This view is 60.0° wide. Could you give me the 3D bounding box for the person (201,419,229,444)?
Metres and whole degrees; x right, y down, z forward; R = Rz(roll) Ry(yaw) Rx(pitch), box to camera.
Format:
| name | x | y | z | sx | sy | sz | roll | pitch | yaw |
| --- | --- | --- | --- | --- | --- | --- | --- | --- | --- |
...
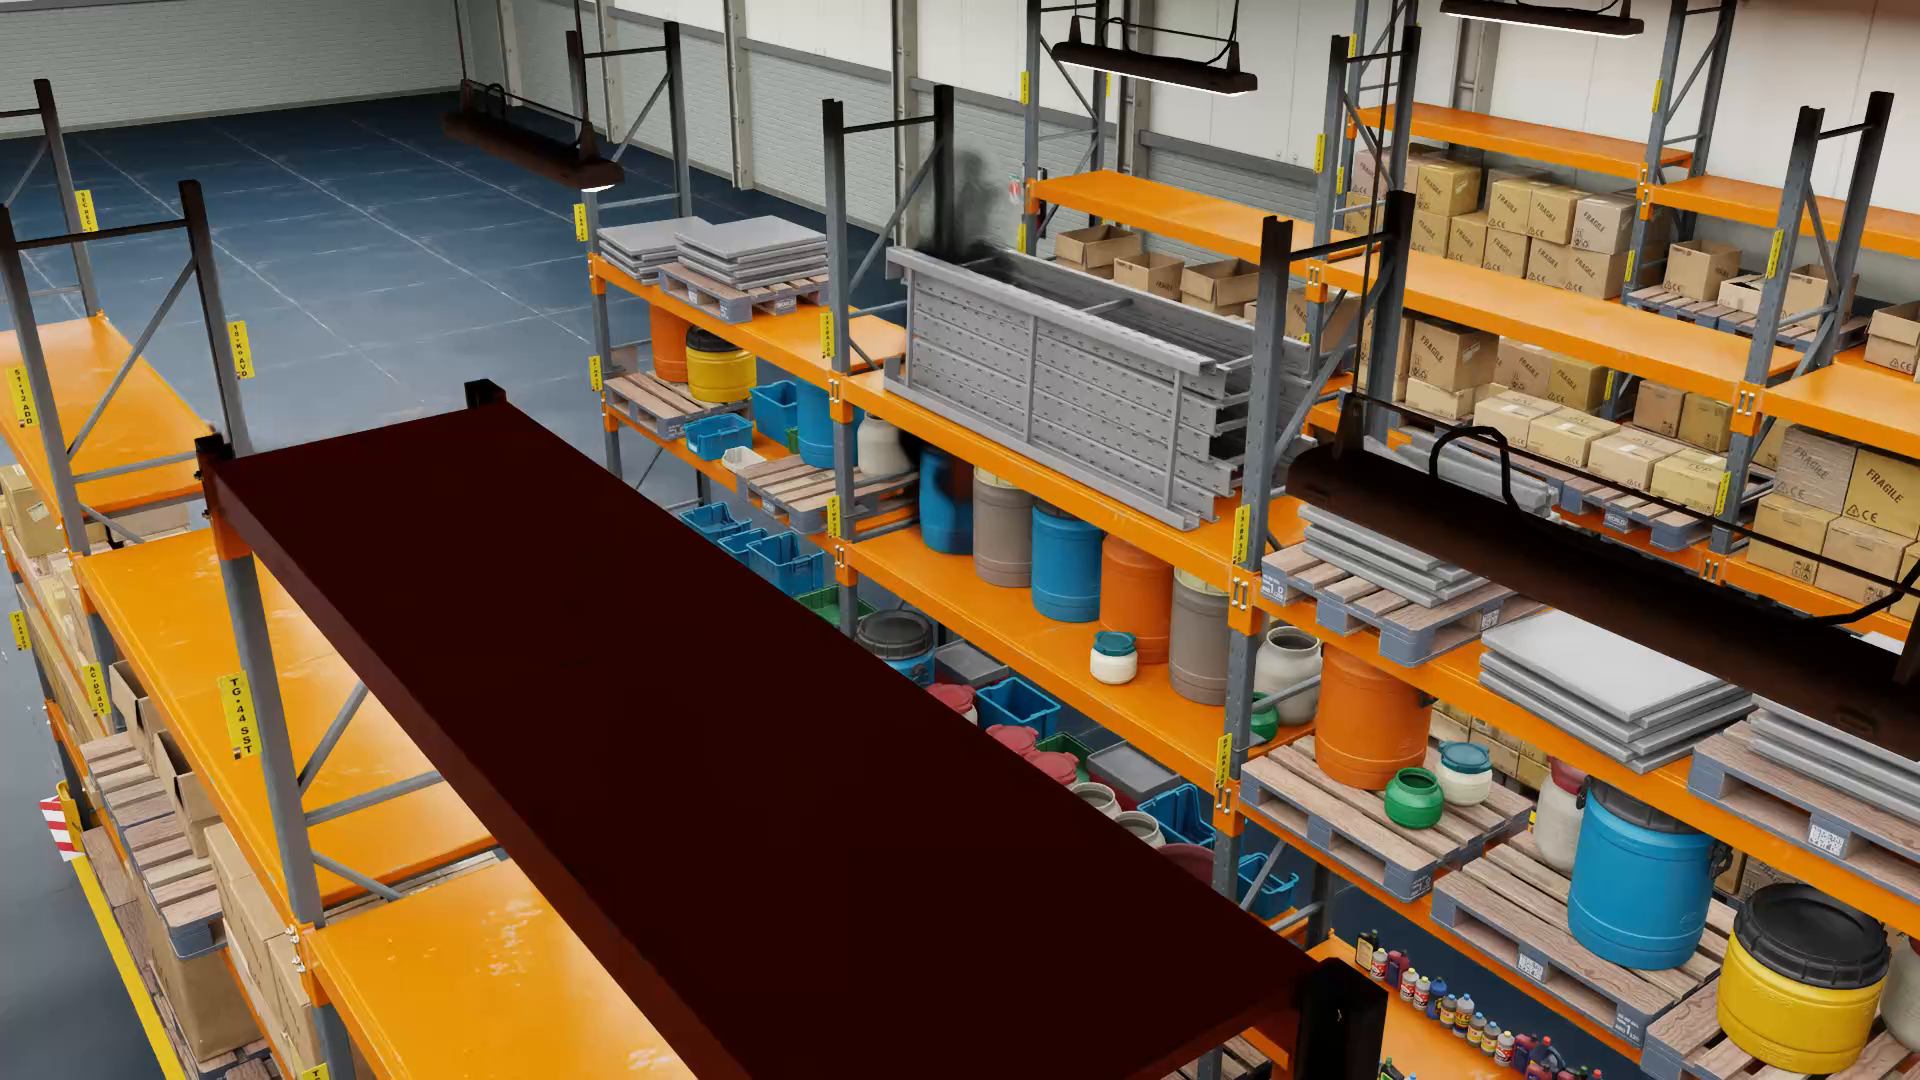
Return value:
| name | x | y | z | sx | sy | sz | roll | pitch | yaw |
| --- | --- | --- | --- | --- | --- | --- | --- | --- | --- |
| person | -7.754 | -0.480 | 18.103 | 1.072 | 1.731 | 0.752 | 2 | 25 | 5 |
